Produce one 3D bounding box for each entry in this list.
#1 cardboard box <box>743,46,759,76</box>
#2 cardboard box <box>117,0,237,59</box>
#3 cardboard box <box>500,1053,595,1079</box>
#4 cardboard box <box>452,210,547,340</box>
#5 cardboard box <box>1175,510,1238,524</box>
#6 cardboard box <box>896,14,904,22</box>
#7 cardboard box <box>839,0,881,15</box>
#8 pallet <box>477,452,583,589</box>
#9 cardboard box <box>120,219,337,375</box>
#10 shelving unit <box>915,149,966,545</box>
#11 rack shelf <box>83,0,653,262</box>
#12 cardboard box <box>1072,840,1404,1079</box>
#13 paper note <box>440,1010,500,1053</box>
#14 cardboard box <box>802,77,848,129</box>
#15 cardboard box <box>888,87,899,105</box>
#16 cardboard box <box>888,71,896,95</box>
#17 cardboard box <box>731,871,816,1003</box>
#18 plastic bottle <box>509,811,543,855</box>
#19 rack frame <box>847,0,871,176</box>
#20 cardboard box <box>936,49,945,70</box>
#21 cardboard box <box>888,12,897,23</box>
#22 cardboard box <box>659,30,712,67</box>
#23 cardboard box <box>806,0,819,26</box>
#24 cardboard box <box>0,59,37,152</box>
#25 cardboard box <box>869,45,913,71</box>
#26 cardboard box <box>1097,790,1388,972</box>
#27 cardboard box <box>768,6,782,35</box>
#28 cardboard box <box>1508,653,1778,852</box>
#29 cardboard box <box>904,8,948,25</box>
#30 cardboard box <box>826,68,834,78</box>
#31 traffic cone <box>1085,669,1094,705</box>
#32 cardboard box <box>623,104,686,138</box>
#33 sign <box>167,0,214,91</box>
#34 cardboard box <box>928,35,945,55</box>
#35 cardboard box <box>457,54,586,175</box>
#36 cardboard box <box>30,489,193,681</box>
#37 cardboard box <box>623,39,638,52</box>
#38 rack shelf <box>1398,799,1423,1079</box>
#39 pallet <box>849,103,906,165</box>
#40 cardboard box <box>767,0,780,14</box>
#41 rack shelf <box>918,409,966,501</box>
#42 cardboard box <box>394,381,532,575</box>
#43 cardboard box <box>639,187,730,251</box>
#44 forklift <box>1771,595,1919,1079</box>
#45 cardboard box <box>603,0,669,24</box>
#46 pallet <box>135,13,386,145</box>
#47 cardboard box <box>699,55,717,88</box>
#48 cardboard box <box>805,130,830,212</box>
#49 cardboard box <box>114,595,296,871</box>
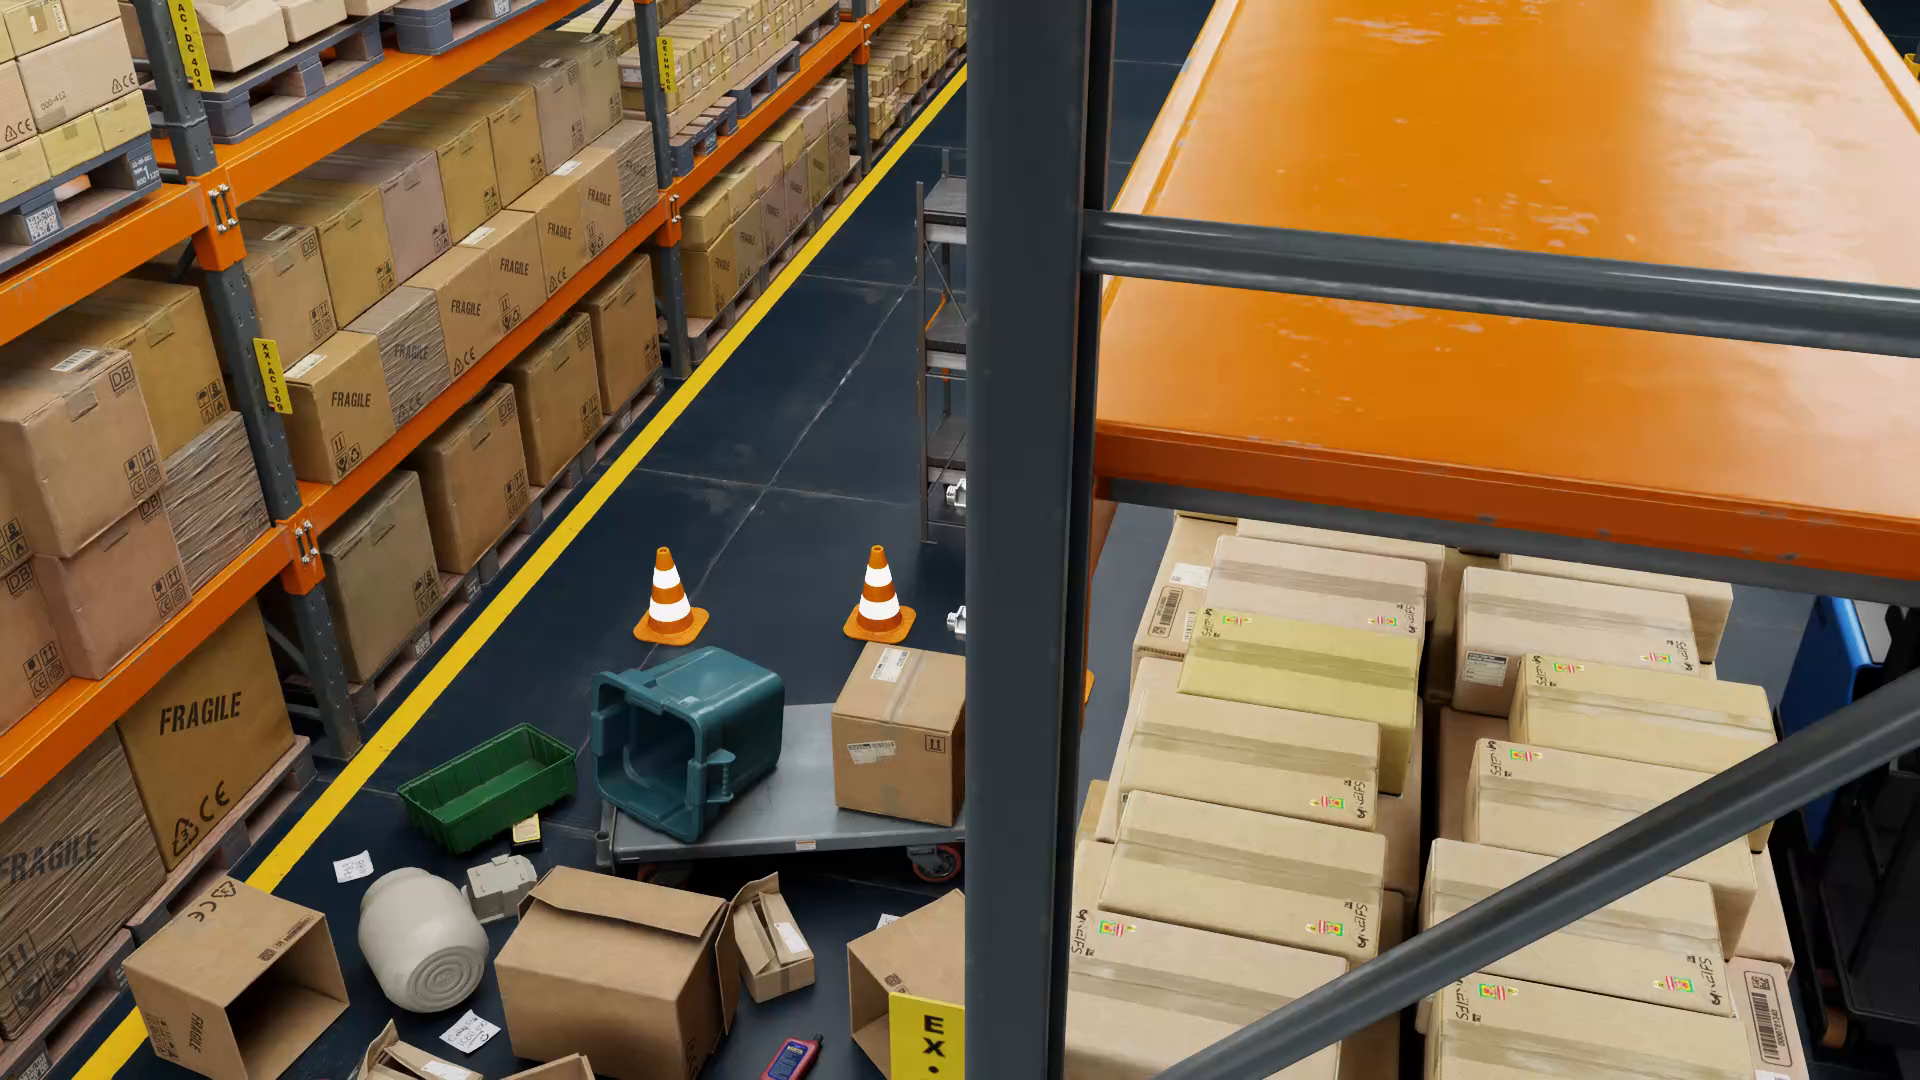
[{"bbox_3d":[-1.637,-3.372,11.671,0.380,0.149,0.250,8,33,13],"label":"cardboard box"},{"bbox_3d":[-3.271,-2.143,6.753,0.500,0.250,0.500,8,33,13],"label":"cardboard box"},{"bbox_3d":[-1.500,2.162,5.449,0.797,0.503,0.637,-14,35,-21],"label":"cardboard box"},{"bbox_3d":[-2.516,-1.395,8.625,0.500,0.500,0.500,9,33,13],"label":"cardboard box"},{"bbox_3d":[0.660,-0.147,3.451,0.380,0.149,0.250,9,33,14],"label":"cardboard box"},{"bbox_3d":[-0.732,-5.149,16.611,0.380,0.149,0.250,8,33,13],"label":"cardboard box"},{"bbox_3d":[-0.877,-4.480,13.805,0.380,0.149,0.250,9,34,14],"label":"cardboard box"},{"bbox_3d":[-2.865,-0.201,9.440,1.003,0.211,1.213,8,33,12],"label":"pallet"},{"bbox_3d":[-3.175,-1.055,7.158,0.700,0.500,0.500,7,33,12],"label":"cardboard box"},{"bbox_3d":[0.042,-0.972,8.892,0.431,2.100,0.503,8,33,12],"label":"shelving unit"},{"bbox_3d":[-2.788,-2.332,8.067,1.077,0.370,4.000,8,33,12],"label":"rack shelf"},{"bbox_3d":[0.372,0.735,2.435,0.500,0.250,0.500,8,33,12],"label":"cardboard box"},{"bbox_3d":[-1.870,1.878,6.345,0.172,0.023,0.155,20,38,29],"label":"paper note"},{"bbox_3d":[-1.210,-3.502,13.271,0.500,0.250,0.500,7,33,11],"label":"cardboard box"},{"bbox_3d":[-0.766,-4.016,15.106,0.380,0.149,0.250,7,33,11],"label":"cardboard box"},{"bbox_3d":[-0.788,-4.142,15.029,0.380,0.149,0.250,6,33,10],"label":"cardboard box"},{"bbox_3d":[-0.765,1.574,6.597,0.258,0.266,0.396,-14,35,-21],"label":"cardboard box"},{"bbox_3d":[-1.906,1.257,7.286,0.133,0.061,0.283,-8,33,-13],"label":"plastic bottle"},{"bbox_3d":[-1.266,-4.484,13.577,1.000,3.000,0.127,8,33,12],"label":"rack frame"},{"bbox_3d":[-0.354,-4.689,16.165,0.380,0.149,0.250,7,33,10],"label":"cardboard box"},{"bbox_3d":[-0.836,-5.146,16.330,0.380,0.149,0.250,6,33,10],"label":"cardboard box"},{"bbox_3d":[-1.844,-3.210,10.862,0.380,0.149,0.250,8,33,12],"label":"cardboard box"},{"bbox_3d":[-1.305,-4.058,12.750,0.380,0.149,0.250,8,33,12],"label":"cardboard box"},{"bbox_3d":[-3.301,-1.327,5.193,0.500,0.250,0.500,8,33,12],"label":"cardboard box"},{"bbox_3d":[-0.646,-4.392,15.143,0.380,0.149,0.250,9,33,13],"label":"cardboard box"},{"bbox_3d":[0.406,0.524,2.394,0.380,0.149,0.250,9,33,13],"label":"cardboard box"},{"bbox_3d":[-1.507,-3.762,12.008,0.380,0.149,0.250,8,33,13],"label":"cardboard box"},{"bbox_3d":[1.098,0.338,2.688,0.380,0.149,0.250,8,33,12],"label":"cardboard box"},{"bbox_3d":[-0.329,-5.075,16.219,0.380,0.149,0.250,7,33,10],"label":"cardboard box"},{"bbox_3d":[-1.344,-4.197,14.837,0.380,0.149,0.250,8,33,12],"label":"cardboard box"},{"bbox_3d":[0.478,0.526,8.061,0.336,0.463,0.334,8,33,12],"label":"traffic cone"},{"bbox_3d":[-1.972,-2.684,10.588,0.380,0.149,0.250,8,33,12],"label":"cardboard box"},{"bbox_3d":[-2.759,-1.775,5.964,0.100,0.325,0.005,8,33,12],"label":"sign"},{"bbox_3d":[-0.358,-4.806,16.072,0.380,0.149,0.250,9,33,13],"label":"cardboard box"},{"bbox_3d":[-2.531,-2.378,9.239,0.700,0.500,0.500,8,33,12],"label":"cardboard box"},{"bbox_3d":[-3.496,0.086,6.249,0.875,0.550,0.550,8,33,12],"label":"cardboard box"},{"bbox_3d":[-2.401,-3.328,11.325,0.380,0.149,0.250,8,33,12],"label":"cardboard box"},{"bbox_3d":[1.010,0.365,3.825,1.077,0.370,4.000,8,33,12],"label":"rack shelf"},{"bbox_3d":[-1.129,-3.660,14.881,1.003,0.211,1.213,8,33,12],"label":"pallet"},{"bbox_3d":[-1.510,-3.895,11.939,0.380,0.149,0.250,7,33,10],"label":"cardboard box"},{"bbox_3d":[0.042,-0.370,9.274,0.431,0.518,0.480,8,33,12],"label":"rack shelf"},{"bbox_3d":[-2.977,-0.395,8.850,1.050,0.750,0.750,8,33,12],"label":"cardboard box"},{"bbox_3d":[-1.872,-2.172,11.179,0.500,0.250,0.500,7,33,10],"label":"cardboard box"},{"bbox_3d":[3.844,0.590,5.660,1.130,2.935,3.031,8,33,13],"label":"forklift"},{"bbox_3d":[-2.269,-3.718,11.660,0.380,0.149,0.250,10,34,15],"label":"cardboard box"},{"bbox_3d":[-3.111,-2.000,7.052,0.805,0.209,1.217,7,33,10],"label":"pallet"},{"bbox_3d":[-1.832,-3.108,10.978,0.380,0.149,0.250,7,33,11],"label":"cardboard box"},{"bbox_3d":[-1.340,-2.921,13.058,0.500,0.500,0.500,7,33,11],"label":"cardboard box"},{"bbox_3d":[-3.523,0.704,7.005,0.875,0.875,0.875,9,33,13],"label":"cardboard box"}]
